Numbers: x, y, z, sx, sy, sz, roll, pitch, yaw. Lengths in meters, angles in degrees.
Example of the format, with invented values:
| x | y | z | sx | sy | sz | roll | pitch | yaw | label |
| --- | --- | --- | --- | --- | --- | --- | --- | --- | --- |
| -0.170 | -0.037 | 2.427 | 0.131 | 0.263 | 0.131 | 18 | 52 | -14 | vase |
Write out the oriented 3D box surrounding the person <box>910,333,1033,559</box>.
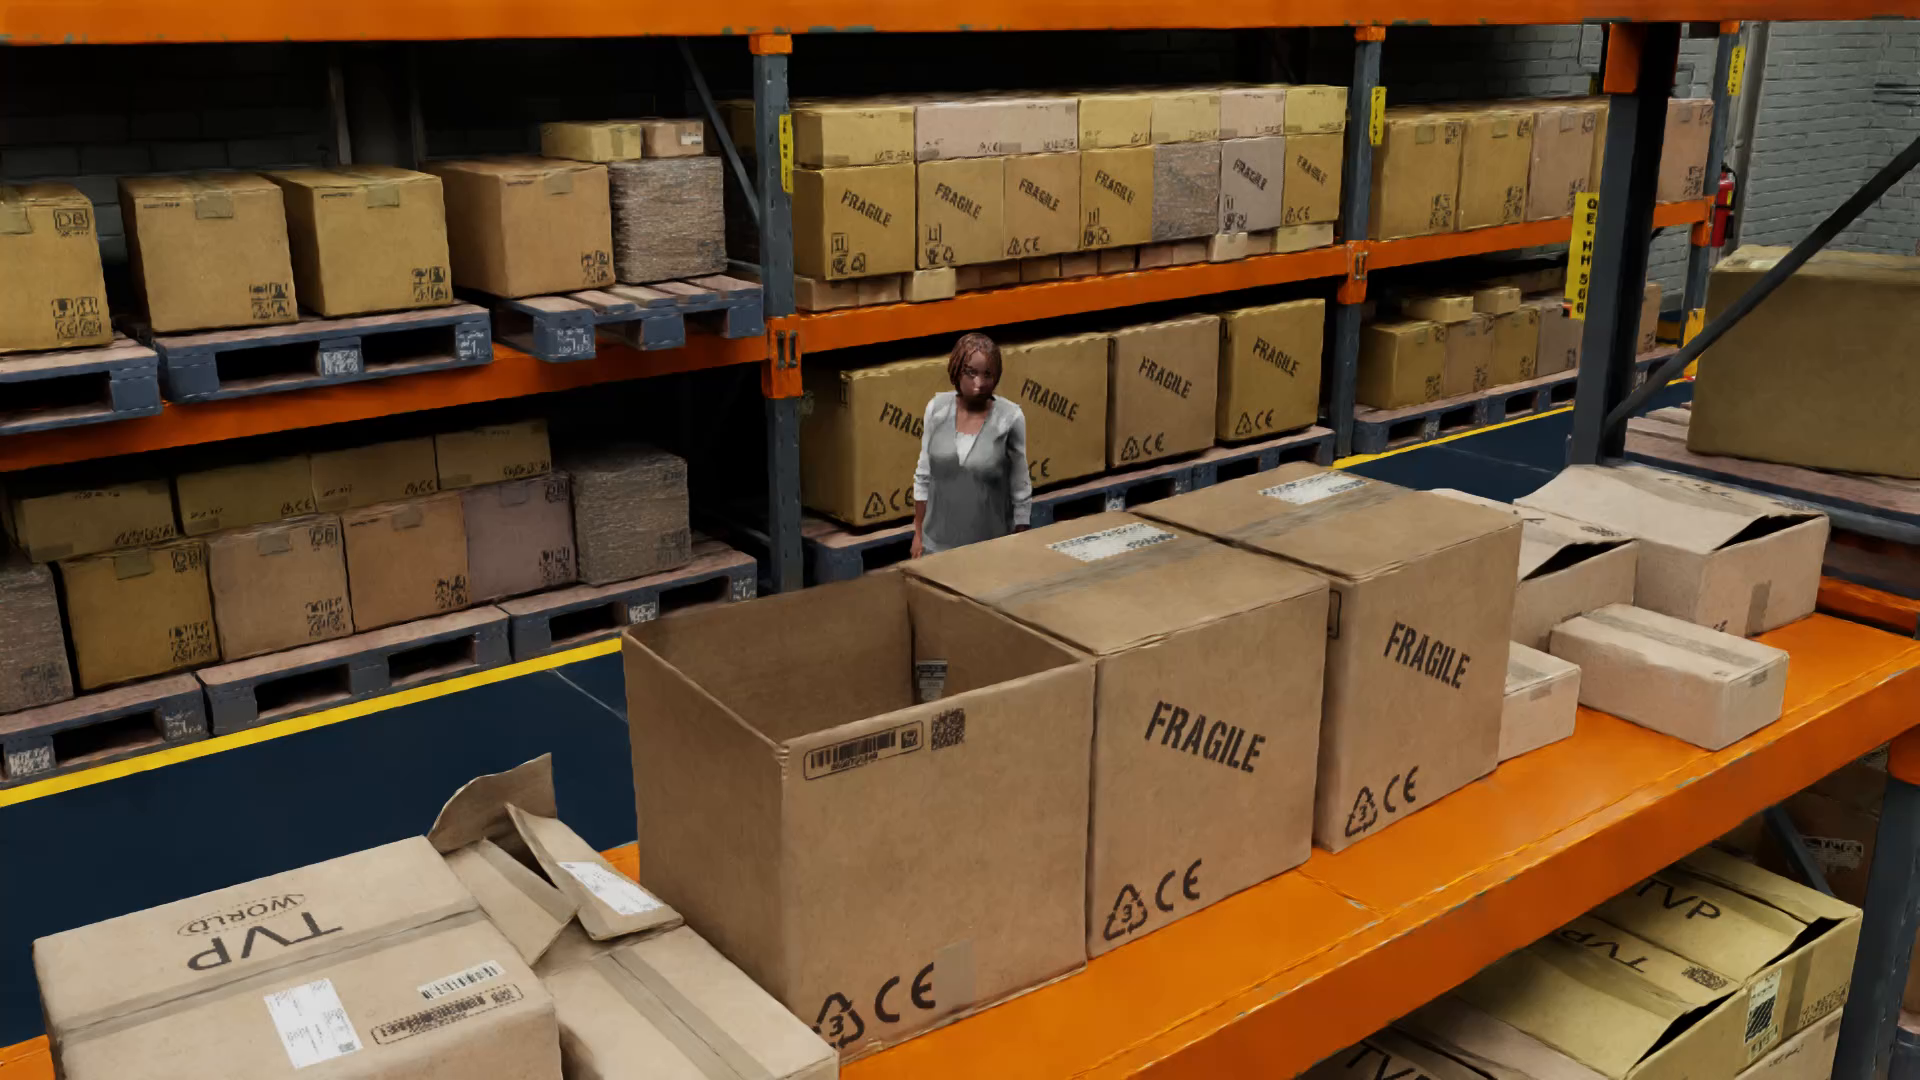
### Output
| x | y | z | sx | sy | sz | roll | pitch | yaw | label |
| --- | --- | --- | --- | --- | --- | --- | --- | --- | --- |
| 0.043 | 0.005 | 6.057 | 0.471 | 1.587 | 0.499 | 5 | 19 | 15 | person |
